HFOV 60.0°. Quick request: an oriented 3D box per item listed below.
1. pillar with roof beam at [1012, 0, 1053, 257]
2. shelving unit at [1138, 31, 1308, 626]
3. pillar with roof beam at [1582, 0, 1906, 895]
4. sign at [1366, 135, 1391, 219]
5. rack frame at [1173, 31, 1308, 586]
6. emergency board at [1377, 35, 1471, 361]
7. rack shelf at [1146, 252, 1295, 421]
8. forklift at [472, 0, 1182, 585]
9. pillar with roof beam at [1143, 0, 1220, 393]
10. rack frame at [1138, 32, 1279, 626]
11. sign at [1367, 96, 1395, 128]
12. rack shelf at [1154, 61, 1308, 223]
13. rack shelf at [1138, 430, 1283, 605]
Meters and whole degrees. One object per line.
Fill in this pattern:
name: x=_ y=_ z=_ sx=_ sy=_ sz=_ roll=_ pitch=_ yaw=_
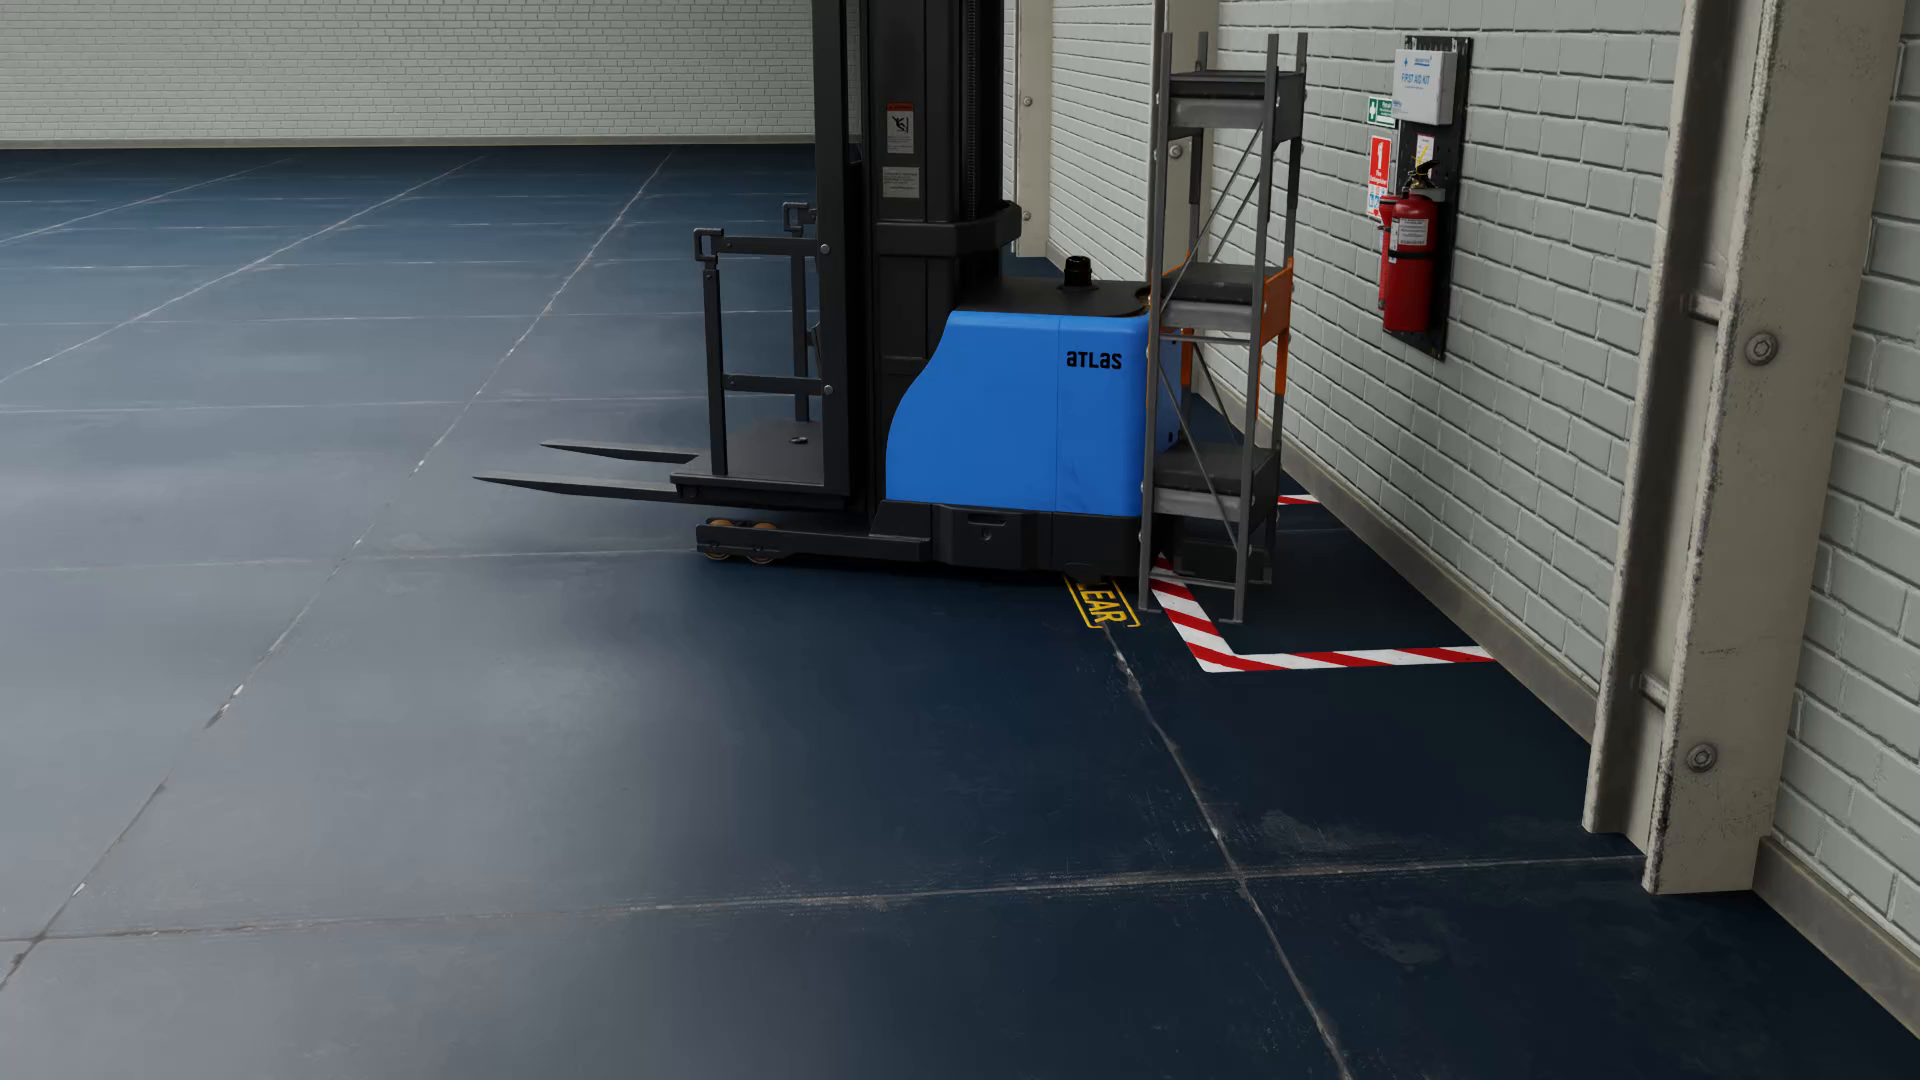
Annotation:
pillar with roof beam: x=-3.610 y=-6.888 z=14.094 sx=9.100 sy=9.000 sz=0.400 roll=-2 pitch=18 yaw=-6
shelving unit: x=0.964 y=-0.777 z=6.142 sx=0.431 sy=2.100 sz=0.503 roll=7 pitch=19 yaw=21
pillar with roof beam: x=-2.372 y=-3.313 z=2.706 sx=9.100 sy=9.000 sz=0.400 roll=-2 pitch=18 yaw=-6
sign: x=1.739 y=-1.506 z=6.907 sx=0.001 sy=0.329 sz=0.234 roll=-2 pitch=18 yaw=-6
rack frame: x=1.057 y=-0.845 z=6.357 sx=0.400 sy=2.100 sz=0.015 roll=7 pitch=19 yaw=21
emergency board: x=1.693 y=-1.321 z=6.377 sx=0.194 sy=1.169 sz=0.643 roll=-2 pitch=18 yaw=-6
rack shelf: x=0.964 y=-0.764 z=6.146 sx=0.431 sy=0.518 sz=0.480 roll=7 pitch=19 yaw=21
forklift: x=-0.603 y=-1.446 z=6.890 sx=3.031 sy=2.935 sz=1.130 roll=5 pitch=18 yaw=14
pillar with roof beam: x=-2.991 y=-5.101 z=8.400 sx=9.100 sy=9.000 sz=0.400 roll=-2 pitch=18 yaw=-6
rack frame: x=0.871 y=-0.710 z=5.926 sx=0.400 sy=2.100 sz=0.015 roll=7 pitch=19 yaw=21
sign: x=1.730 y=-1.757 z=6.822 sx=0.001 sy=0.109 sz=0.331 roll=-2 pitch=18 yaw=-6
rack shelf: x=0.968 y=-1.431 z=5.934 sx=0.431 sy=0.518 sz=0.480 roll=7 pitch=19 yaw=21
rack shelf: x=0.960 y=-0.097 z=6.357 sx=0.431 sy=0.518 sz=0.480 roll=7 pitch=19 yaw=21
